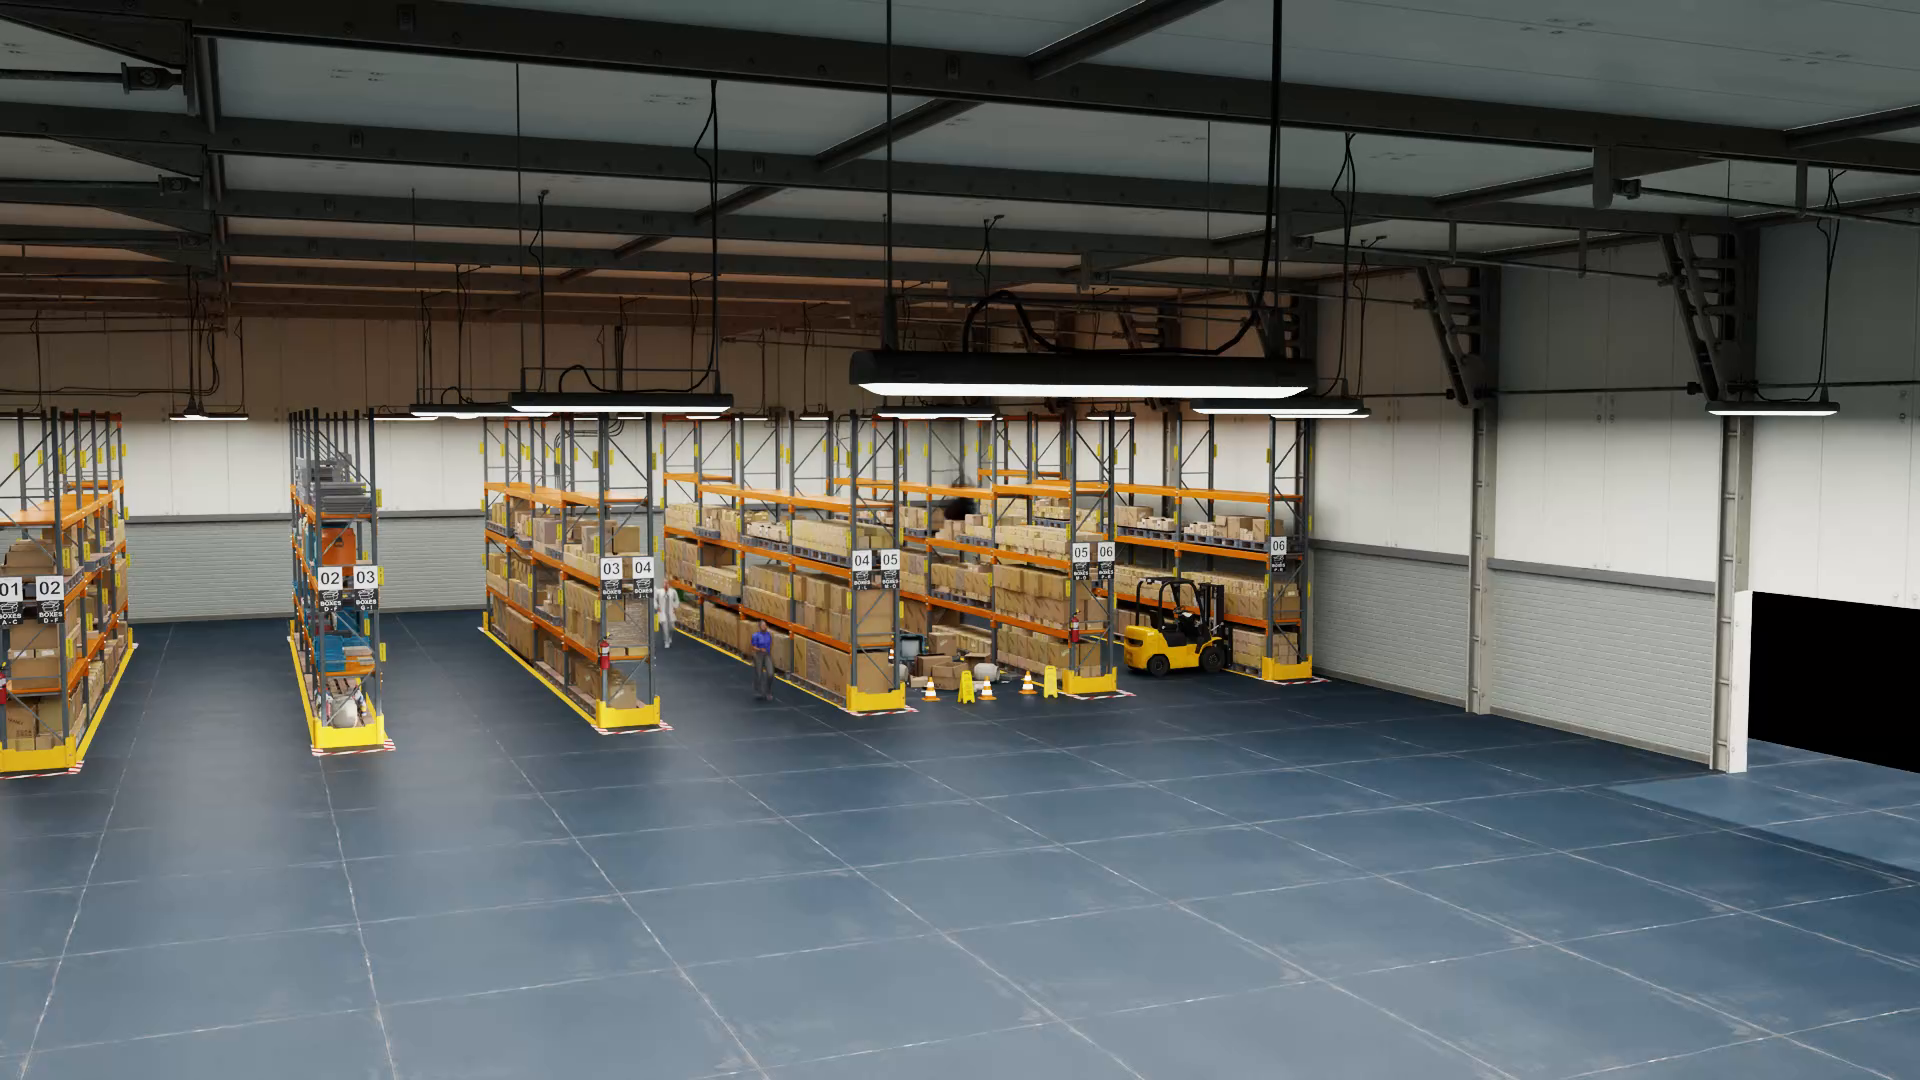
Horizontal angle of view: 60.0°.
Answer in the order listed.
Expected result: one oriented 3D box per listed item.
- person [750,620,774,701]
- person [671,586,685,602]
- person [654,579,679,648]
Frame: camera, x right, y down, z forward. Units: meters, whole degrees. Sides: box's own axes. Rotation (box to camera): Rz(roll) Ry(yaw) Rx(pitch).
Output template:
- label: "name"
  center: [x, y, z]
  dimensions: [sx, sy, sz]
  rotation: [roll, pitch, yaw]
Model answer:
- label: "person"
  center: [-4.084, 2.508, 34.405]
  dimensions: [0.566, 1.704, 0.727]
  rotation: [-2, 5, -29]
- label: "person"
  center: [-8.261, 1.413, 48.932]
  dimensions: [0.708, 1.818, 0.647]
  rotation: [-2, 5, -31]
- label: "person"
  center: [-7.550, 1.871, 42.608]
  dimensions: [0.721, 1.744, 0.639]
  rotation: [-1, 4, -19]
